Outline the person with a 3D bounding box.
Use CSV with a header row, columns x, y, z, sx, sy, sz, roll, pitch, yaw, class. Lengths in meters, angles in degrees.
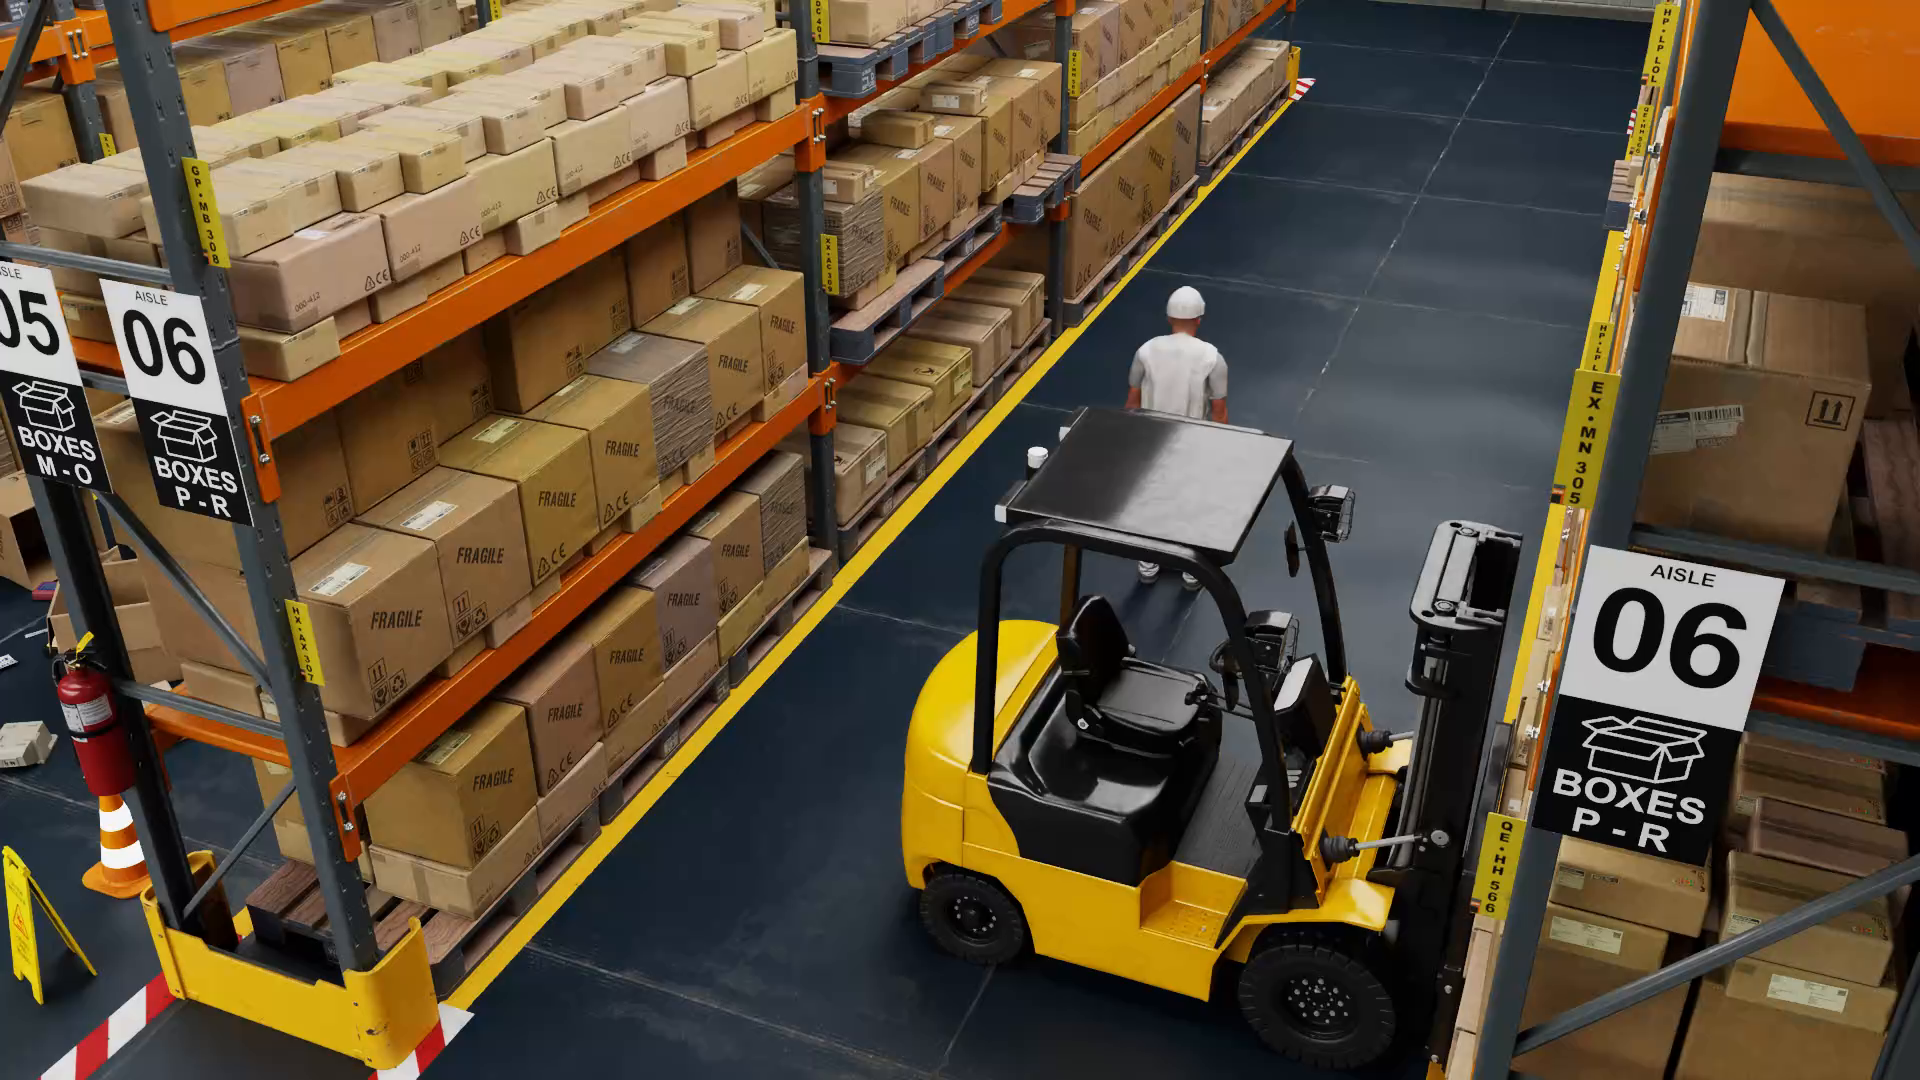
x,y,z,sx,sy,sz,roll,pitch,yaw,class
1.226,-0.556,9.374,0.609,1.779,0.454,11,31,19,person
